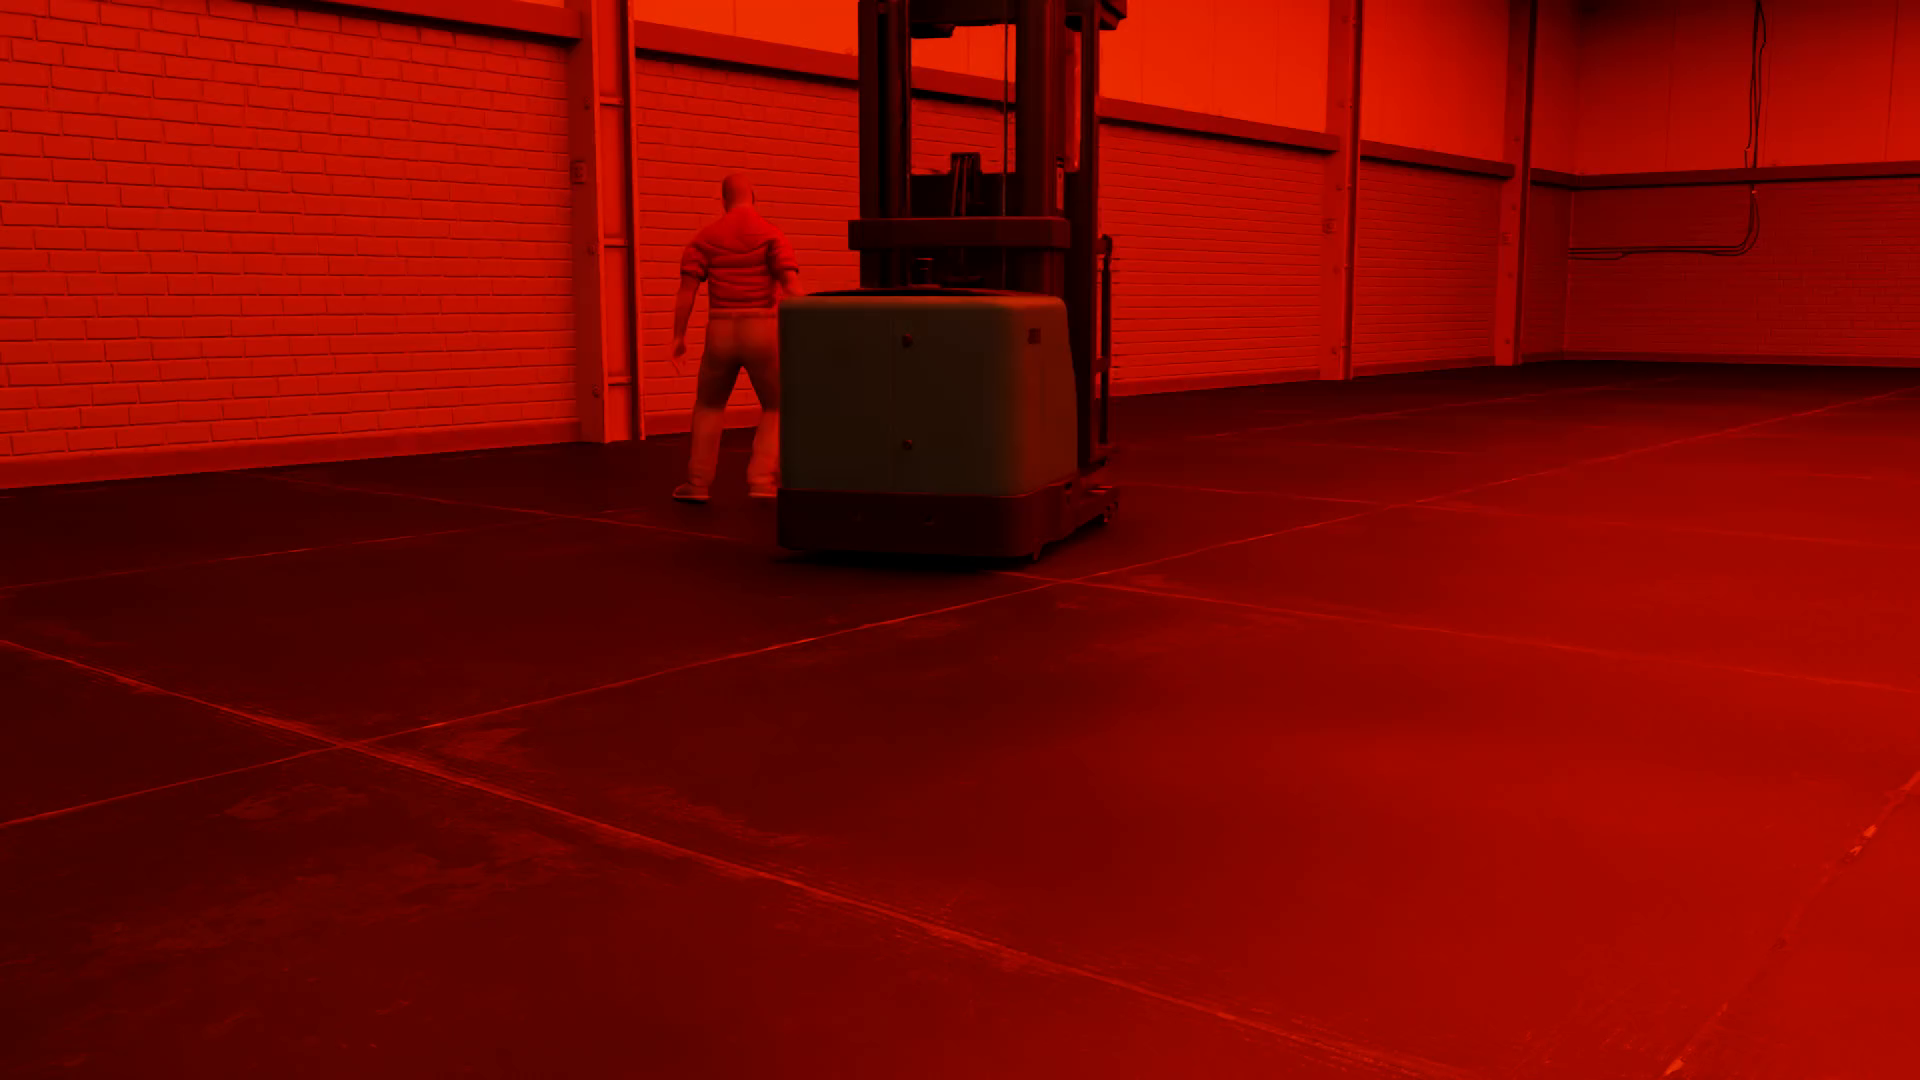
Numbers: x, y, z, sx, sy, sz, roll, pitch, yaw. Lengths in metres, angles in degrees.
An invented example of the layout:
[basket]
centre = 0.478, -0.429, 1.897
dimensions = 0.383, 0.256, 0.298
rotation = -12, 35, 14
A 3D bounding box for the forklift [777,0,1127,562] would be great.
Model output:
[forklift]
centre = 0.154, -1.539, 7.796
dimensions = 1.130, 2.935, 3.031
rotation = 2, 9, 16

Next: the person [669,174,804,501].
[person]
centre = -1.142, -1.027, 8.566
dimensions = 0.871, 1.691, 0.400
rotation = 2, 9, 14
